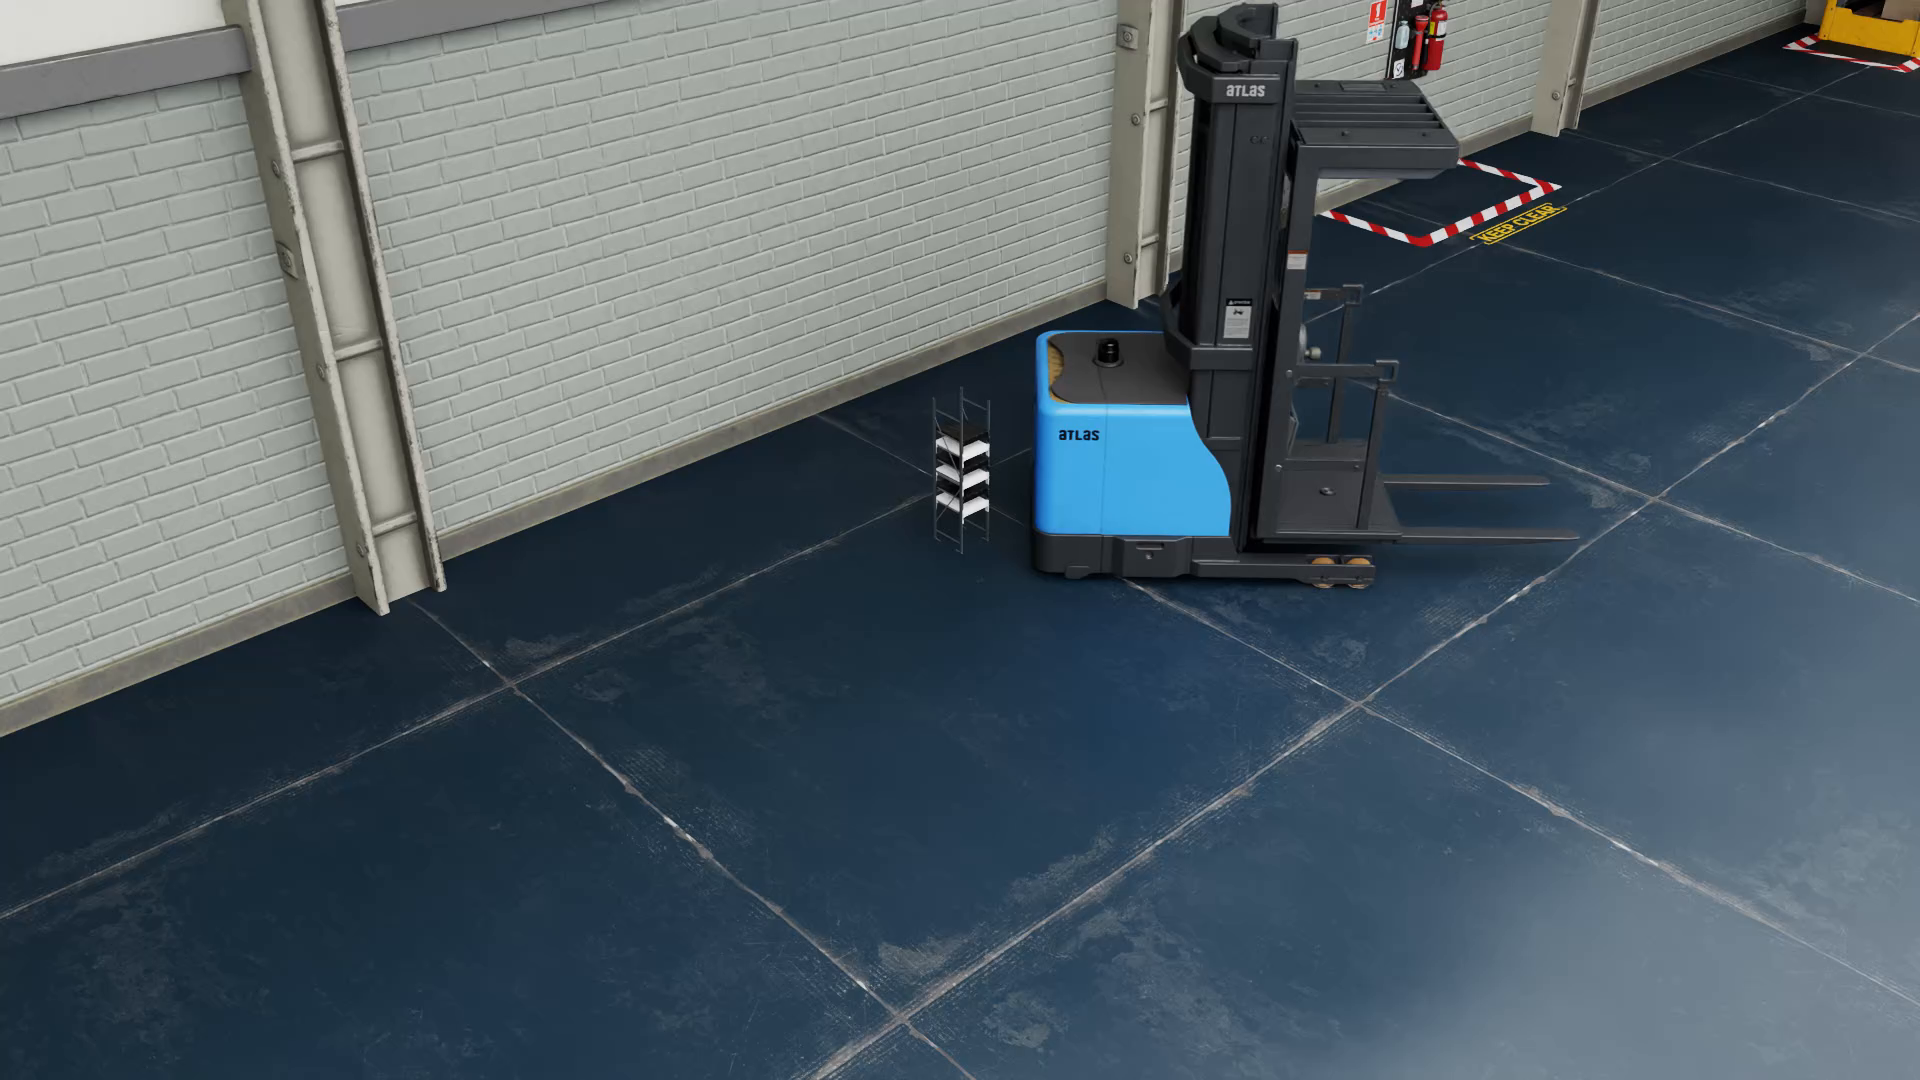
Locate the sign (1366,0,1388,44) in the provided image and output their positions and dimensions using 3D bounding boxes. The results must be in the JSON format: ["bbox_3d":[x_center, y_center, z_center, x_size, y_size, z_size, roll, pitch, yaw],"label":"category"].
[{"bbox_3d":[3.418,-4.254,13.632,0.234,0.329,0.001,-26,40,-35],"label":"sign"}]

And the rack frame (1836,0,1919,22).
[{"bbox_3d":[10.206,-6.806,17.840,0.127,3.000,1.000,-26,40,-35],"label":"rack frame"}]

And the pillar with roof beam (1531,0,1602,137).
[{"bbox_3d":[8.658,-6.170,11.049,0.400,9.000,9.100,-26,40,-35],"label":"pillar with roof beam"}]

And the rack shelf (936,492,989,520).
[{"bbox_3d":[0.006,-0.205,9.466,0.200,0.077,0.258,-26,40,-35],"label":"rack shelf"}]

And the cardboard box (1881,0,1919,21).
[{"bbox_3d":[10.774,-6.058,18.772,0.500,0.311,0.500,24,39,34],"label":"cardboard box"}]

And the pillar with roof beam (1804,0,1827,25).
[{"bbox_3d":[13.058,-8.298,14.529,0.400,9.000,9.100,-26,40,-35],"label":"pillar with roof beam"}]

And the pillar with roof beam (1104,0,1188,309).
[{"bbox_3d":[4.259,-4.042,7.568,0.400,9.000,9.100,-26,40,-35],"label":"pillar with roof beam"}]

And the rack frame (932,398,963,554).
[{"bbox_3d":[-0.069,-0.351,9.295,0.006,0.900,0.240,-26,40,-35],"label":"rack frame"}]

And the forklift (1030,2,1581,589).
[{"bbox_3d":[1.923,-1.266,8.845,3.031,2.935,1.130,1,31,1],"label":"forklift"}]

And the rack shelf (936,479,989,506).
[{"bbox_3d":[0.006,-0.282,9.419,0.200,0.077,0.258,-26,40,-35],"label":"rack shelf"}]

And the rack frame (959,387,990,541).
[{"bbox_3d":[0.081,-0.423,9.413,0.006,0.900,0.240,-26,40,-35],"label":"rack frame"}]

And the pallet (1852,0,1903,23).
[{"bbox_3d":[10.881,-5.918,19.061,1.213,0.211,1.003,-26,40,-35],"label":"pallet"}]

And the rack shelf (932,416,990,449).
[{"bbox_3d":[0.006,-0.589,9.231,0.200,0.077,0.258,-26,40,-35],"label":"rack shelf"}]

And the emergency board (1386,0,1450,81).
[{"bbox_3d":[3.893,-4.395,13.897,0.643,1.169,0.194,-26,40,-35],"label":"emergency board"}]

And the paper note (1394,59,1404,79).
[{"bbox_3d":[3.717,-3.983,14.068,0.142,0.148,0.016,-26,40,-35],"label":"paper note"}]

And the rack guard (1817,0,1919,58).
[{"bbox_3d":[10.262,-5.767,18.536,0.348,0.500,1.175,-26,40,-35],"label":"rack guard"}]

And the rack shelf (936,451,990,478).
[{"bbox_3d":[0.006,-0.435,9.325,0.200,0.077,0.258,-26,40,-35],"label":"rack shelf"}]

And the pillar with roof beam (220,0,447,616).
[{"bbox_3d":[-0.141,-1.914,4.088,0.400,9.000,9.100,-26,40,-35],"label":"pillar with roof beam"}]

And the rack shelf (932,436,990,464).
[{"bbox_3d":[0.006,-0.512,9.278,0.200,0.077,0.258,-26,40,-35],"label":"rack shelf"}]

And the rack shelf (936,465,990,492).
[{"bbox_3d":[0.006,-0.358,9.372,0.200,0.077,0.258,-26,40,-35],"label":"rack shelf"}]

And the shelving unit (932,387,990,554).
[{"bbox_3d":[0.006,-0.387,9.354,0.210,0.900,0.258,-26,40,-35],"label":"shelving unit"}]
